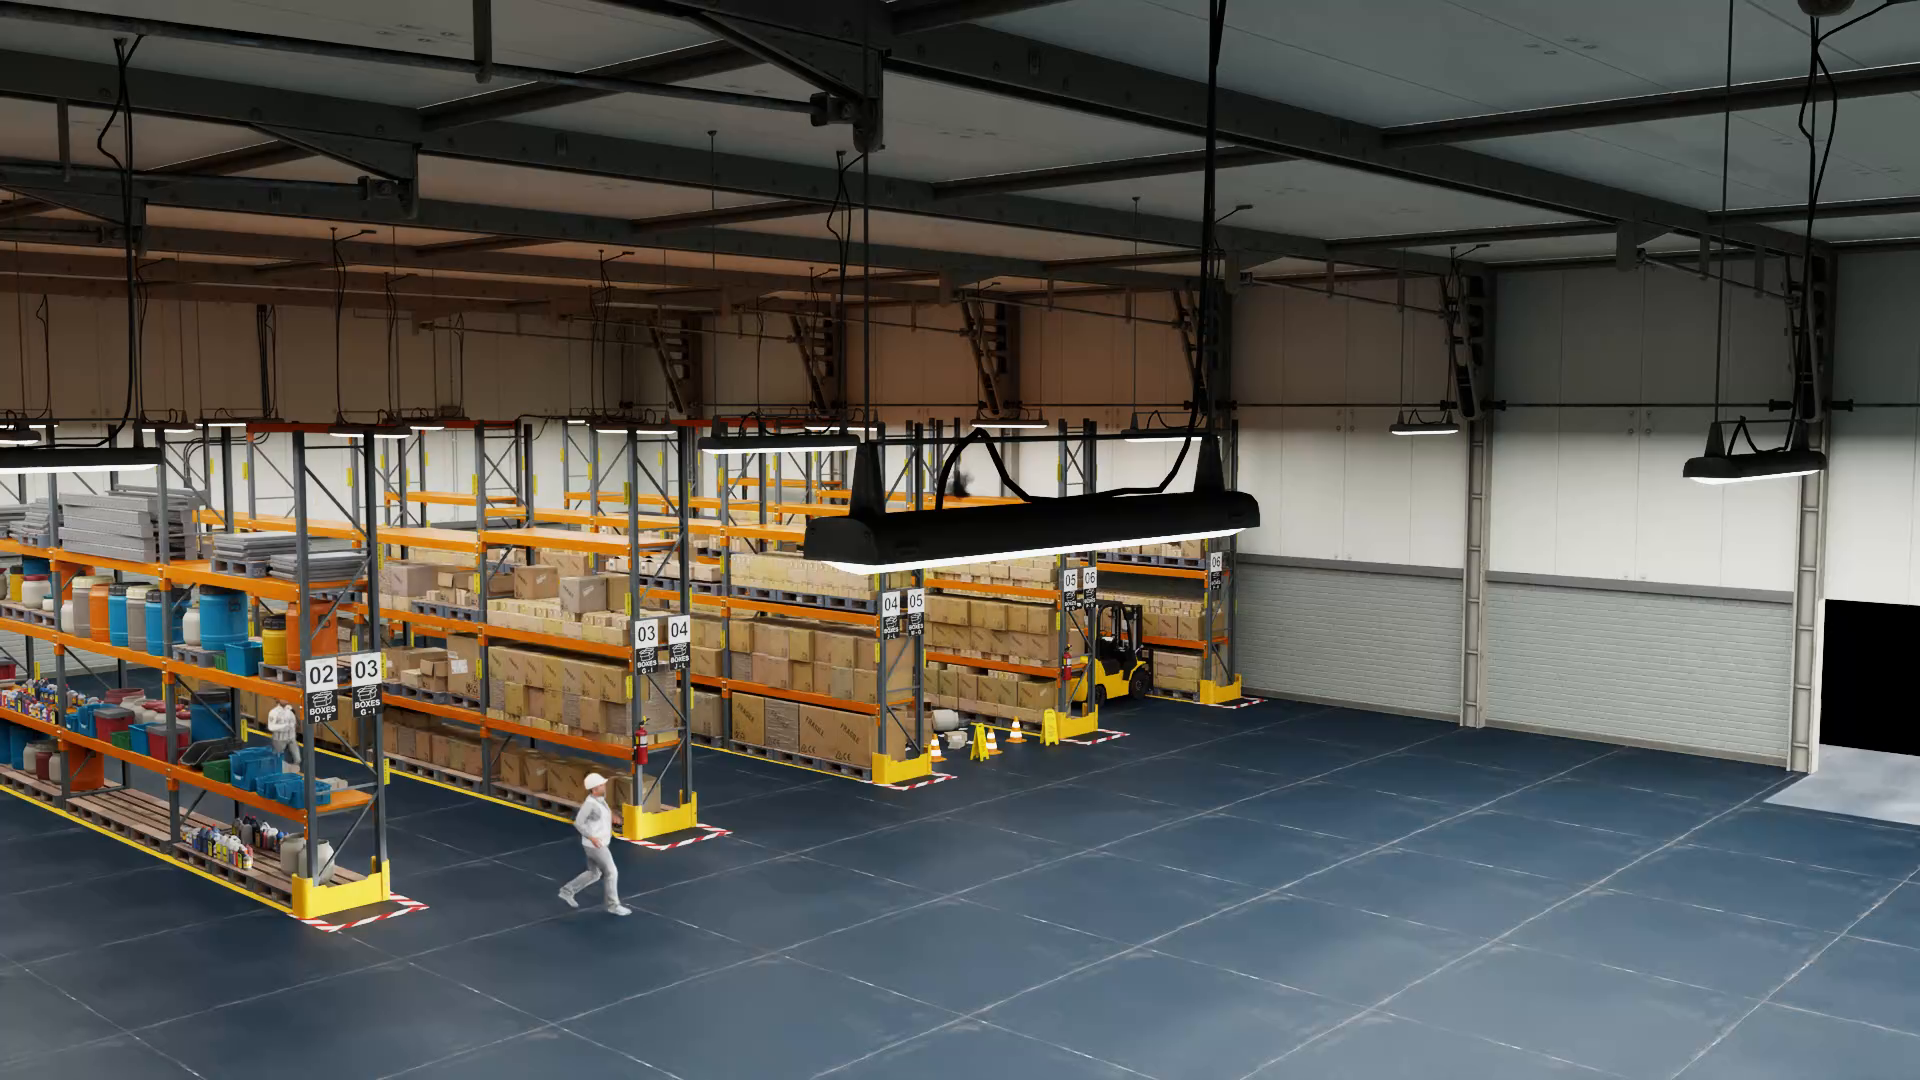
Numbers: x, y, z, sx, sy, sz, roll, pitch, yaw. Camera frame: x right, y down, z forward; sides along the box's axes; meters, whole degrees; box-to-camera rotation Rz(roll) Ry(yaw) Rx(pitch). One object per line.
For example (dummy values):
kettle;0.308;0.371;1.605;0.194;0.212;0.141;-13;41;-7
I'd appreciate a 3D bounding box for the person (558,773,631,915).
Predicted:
person;-4.537;3.765;20.595;0.888;1.786;0.649;-1;5;-10

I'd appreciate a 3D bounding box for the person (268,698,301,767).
person;-10.969;3.279;27.003;0.712;1.745;0.594;3;6;35
